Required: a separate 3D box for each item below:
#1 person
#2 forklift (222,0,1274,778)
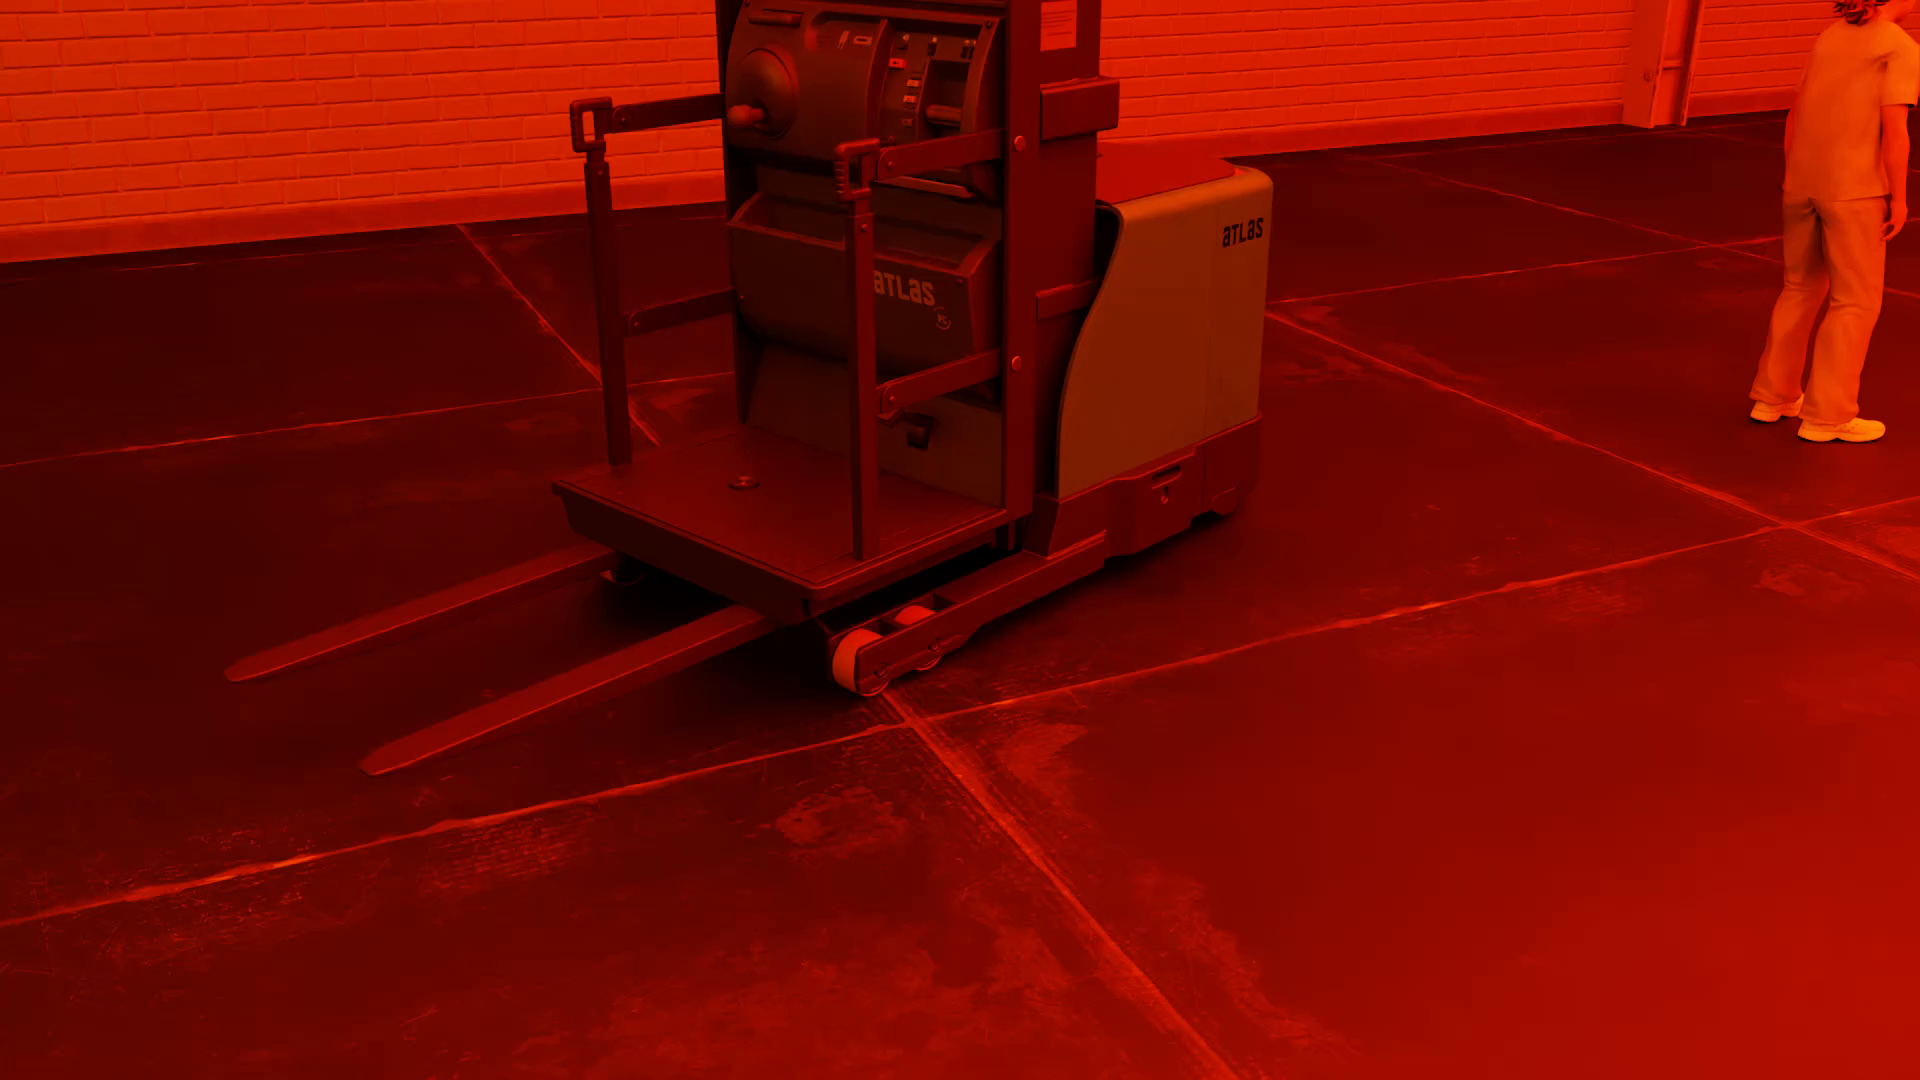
[{"bbox_3d":[3.088,-1.198,5.812,0.365,1.671,0.508,-9,24,-20],"label":"person"},{"bbox_3d":[-0.413,-1.182,4.131,1.130,2.935,3.031,19,29,39],"label":"forklift"}]
